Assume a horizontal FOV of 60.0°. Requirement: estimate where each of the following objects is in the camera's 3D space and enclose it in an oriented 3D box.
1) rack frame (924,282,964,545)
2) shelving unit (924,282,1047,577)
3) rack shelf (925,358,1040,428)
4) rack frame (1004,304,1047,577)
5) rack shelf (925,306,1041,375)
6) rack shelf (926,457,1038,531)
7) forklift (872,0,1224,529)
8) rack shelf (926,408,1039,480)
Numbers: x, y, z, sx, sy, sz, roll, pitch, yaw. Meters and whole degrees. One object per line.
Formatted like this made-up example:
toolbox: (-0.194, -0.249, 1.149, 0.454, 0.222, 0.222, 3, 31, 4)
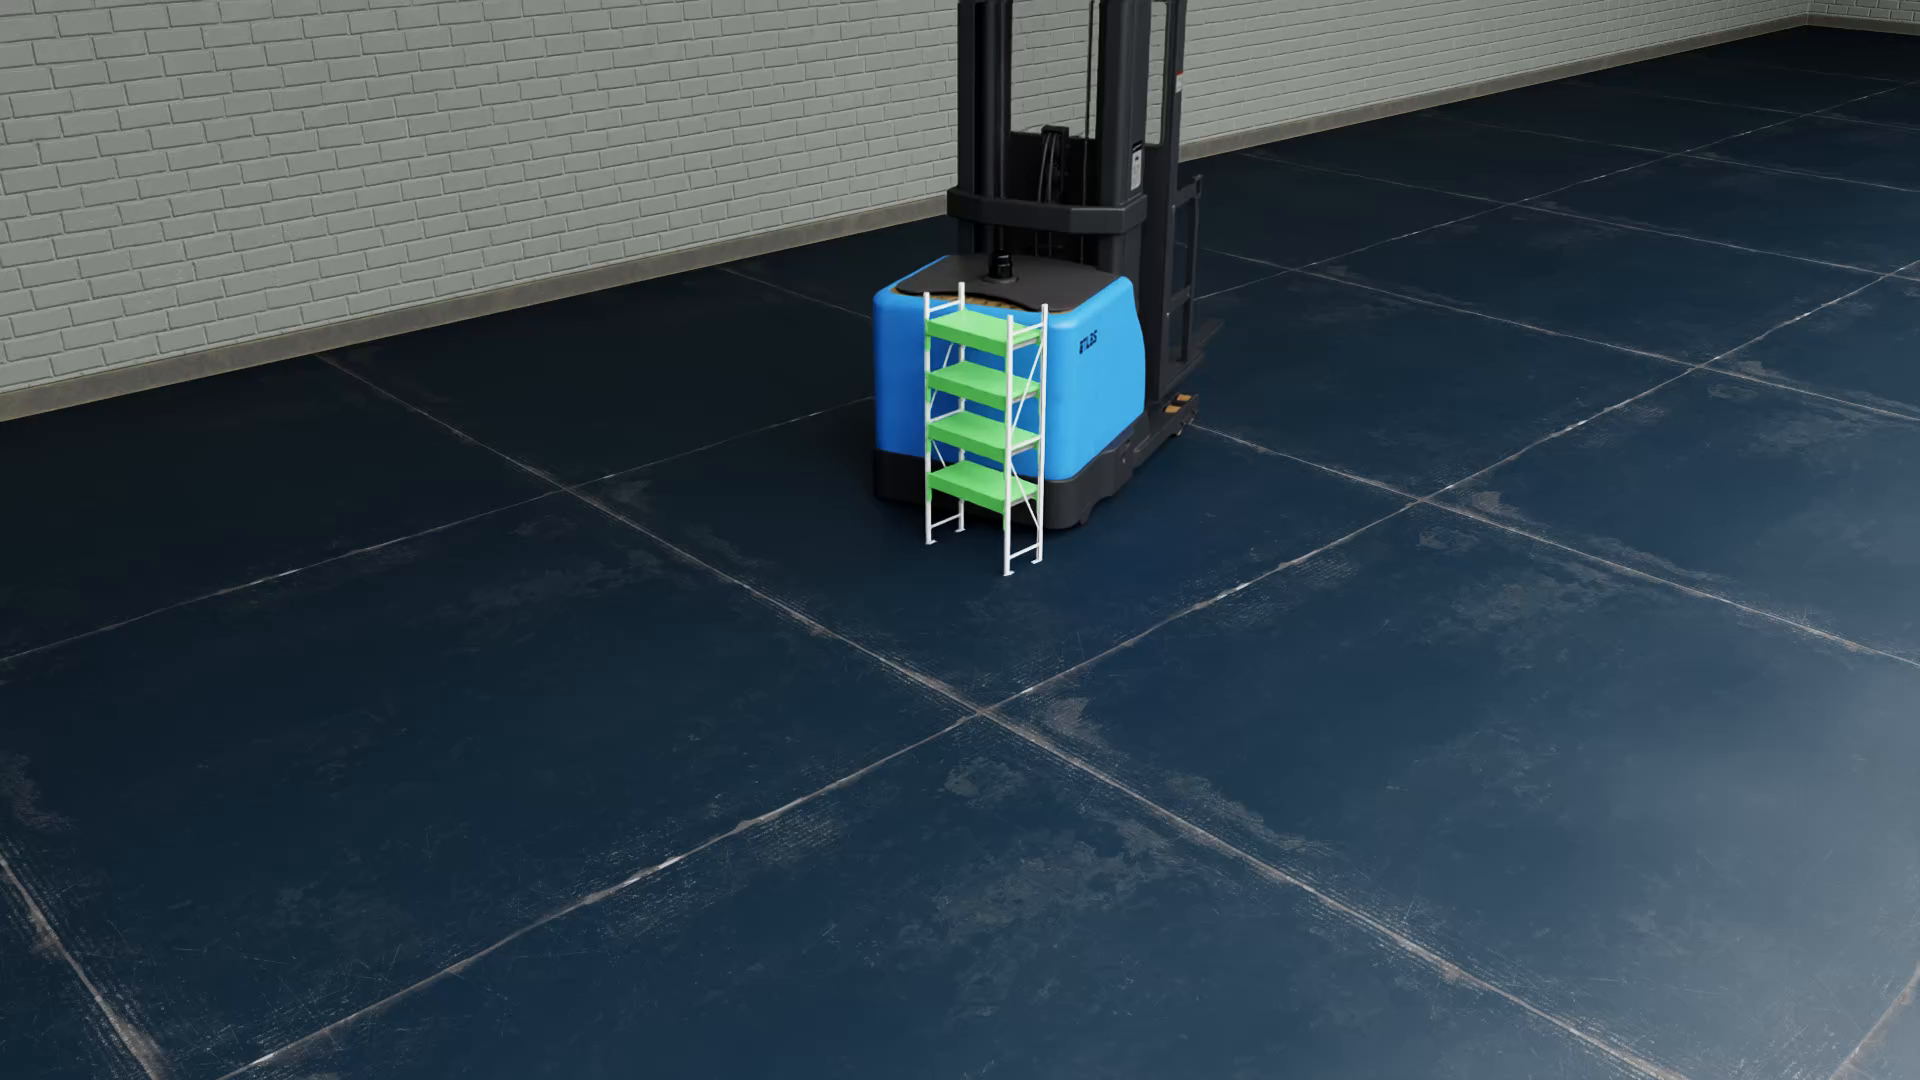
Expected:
rack frame: (-0.070, -0.559, 7.530, 0.015, 1.200, 0.240, 22, 32, 39)
shelving unit: (0.106, -0.489, 7.377, 0.503, 1.200, 0.258, 22, 32, 39)
rack shelf: (0.106, -0.650, 7.304, 0.480, 0.148, 0.258, 22, 32, 39)
rack frame: (0.283, -0.419, 7.224, 0.015, 1.200, 0.240, 22, 32, 39)
rack shelf: (0.106, -0.868, 7.204, 0.480, 0.148, 0.258, 22, 32, 39)
rack shelf: (0.106, -0.213, 7.503, 0.480, 0.148, 0.258, 22, 32, 39)
forklift: (0.663, -1.963, 8.522, 1.130, 2.935, 3.031, 11, 27, 23)
rack shelf: (0.106, -0.431, 7.404, 0.480, 0.148, 0.258, 22, 32, 39)
